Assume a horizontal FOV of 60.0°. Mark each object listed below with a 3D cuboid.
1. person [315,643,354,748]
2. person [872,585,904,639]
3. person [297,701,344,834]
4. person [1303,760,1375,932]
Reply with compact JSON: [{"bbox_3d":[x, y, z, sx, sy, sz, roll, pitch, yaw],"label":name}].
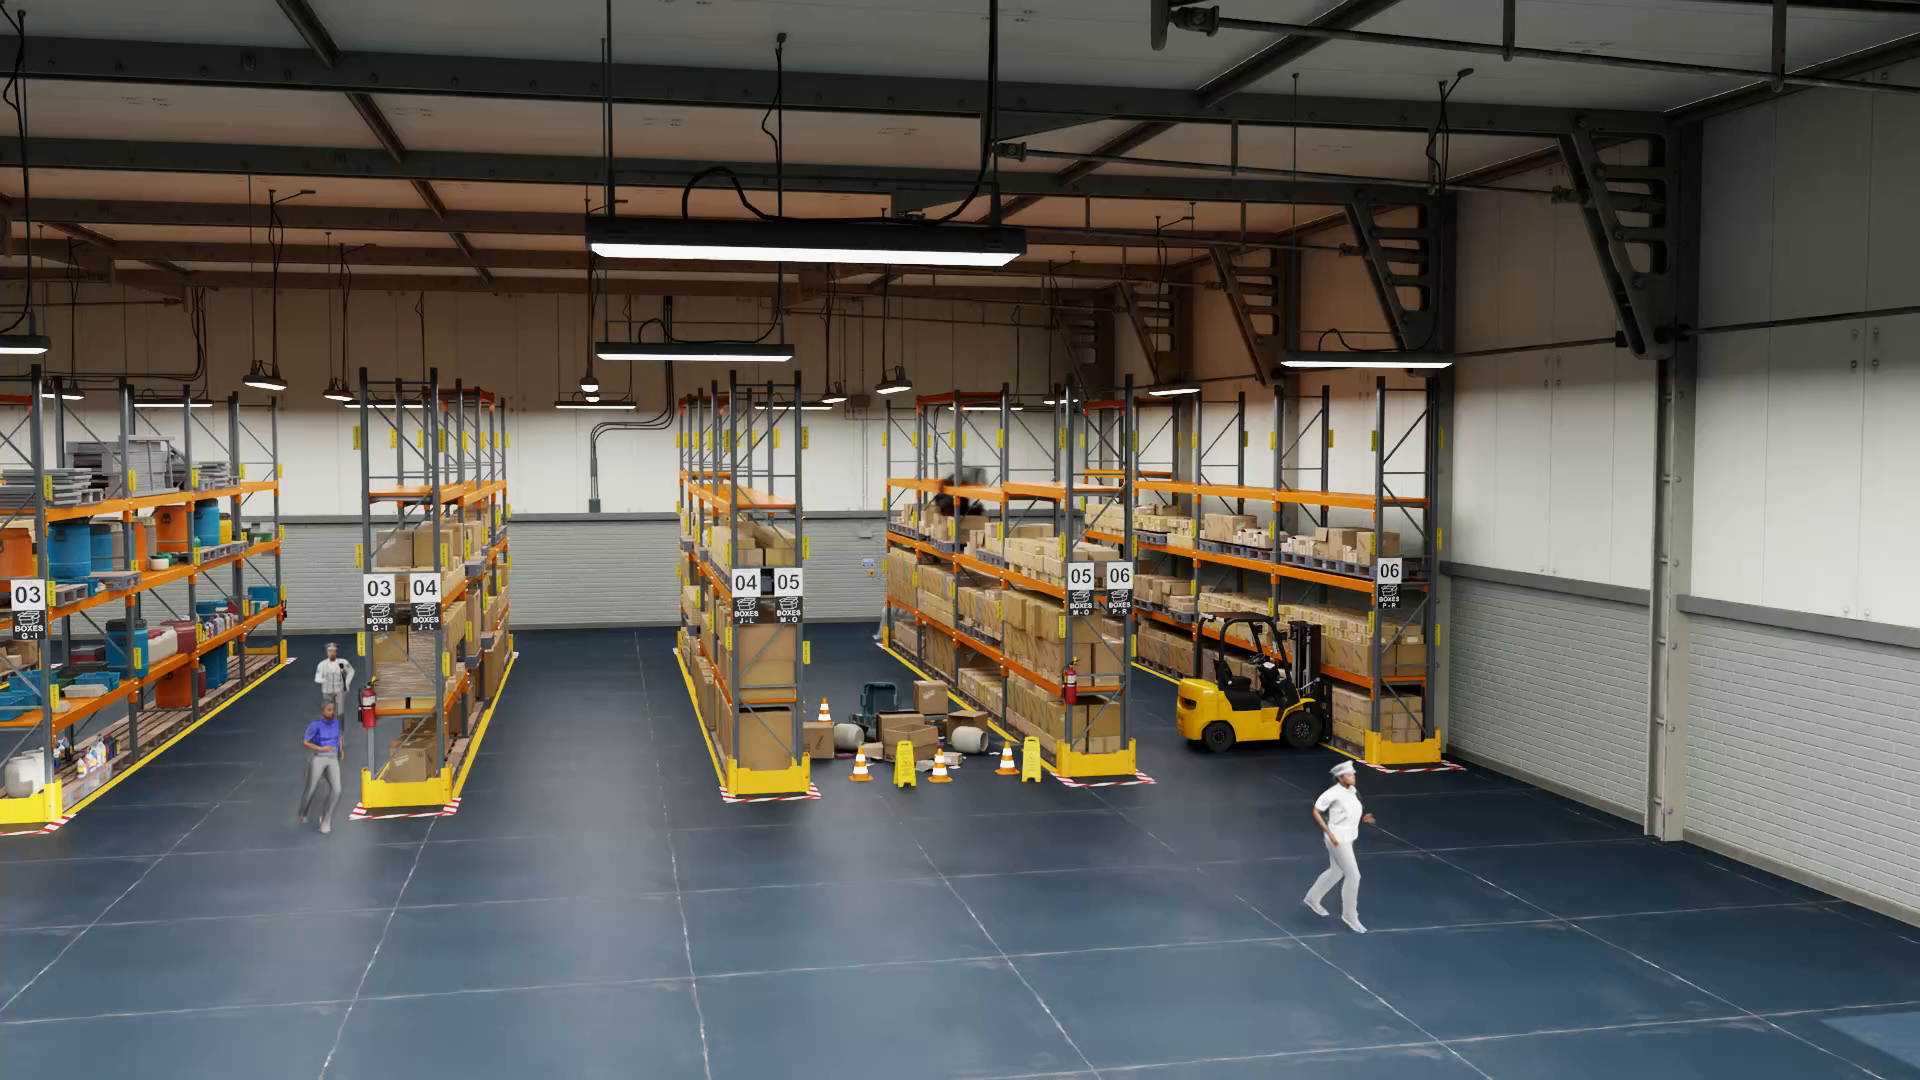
[{"bbox_3d":[-10.265,2.543,27.293,0.590,1.740,0.726,-1,4,-15],"label":"person"},{"bbox_3d":[-1.718,1.627,41.796,1.046,1.752,0.767,0,3,6],"label":"person"},{"bbox_3d":[-8.231,2.929,21.523,0.730,1.663,0.630,3,5,43],"label":"person"},{"bbox_3d":[3.915,3.130,17.227,0.762,1.752,0.570,3,4,36],"label":"person"}]
